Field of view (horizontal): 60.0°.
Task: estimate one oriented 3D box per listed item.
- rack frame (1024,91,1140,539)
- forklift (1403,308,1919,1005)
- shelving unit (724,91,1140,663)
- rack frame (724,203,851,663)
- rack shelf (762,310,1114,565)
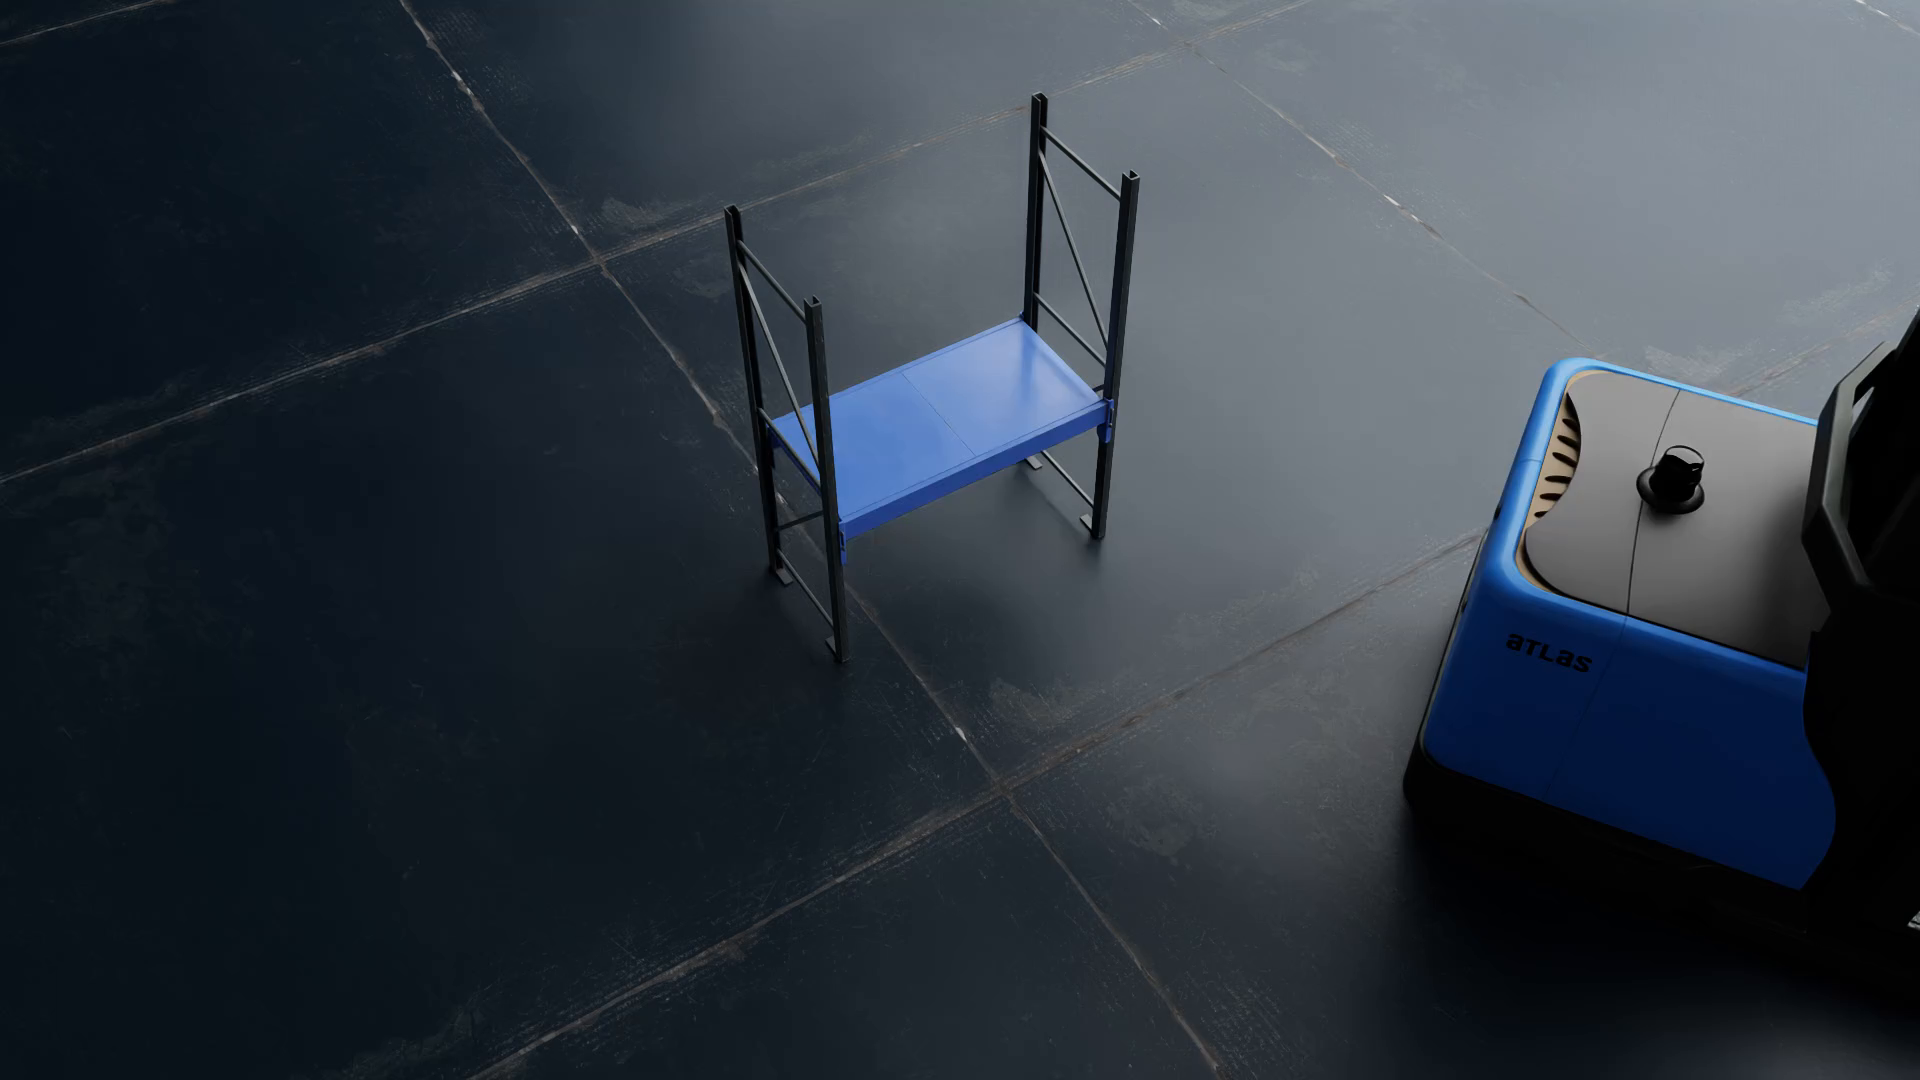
[{"bbox_3d":[0.358,-0.667,5.340,0.032,1.500,0.500,-25,53,-21],"label":"rack frame"},{"bbox_3d":[2.890,-0.029,3.813,3.031,2.935,1.130,19,51,16],"label":"forklift"},{"bbox_3d":[-0.072,-0.465,5.160,1.048,1.500,0.538,-25,53,-21],"label":"shelving unit"},{"bbox_3d":[-0.502,-0.262,4.979,0.032,1.500,0.500,-25,53,-21],"label":"rack frame"},{"bbox_3d":[-0.072,-0.345,5.294,1.000,0.185,0.538,-25,53,-21],"label":"rack shelf"}]
